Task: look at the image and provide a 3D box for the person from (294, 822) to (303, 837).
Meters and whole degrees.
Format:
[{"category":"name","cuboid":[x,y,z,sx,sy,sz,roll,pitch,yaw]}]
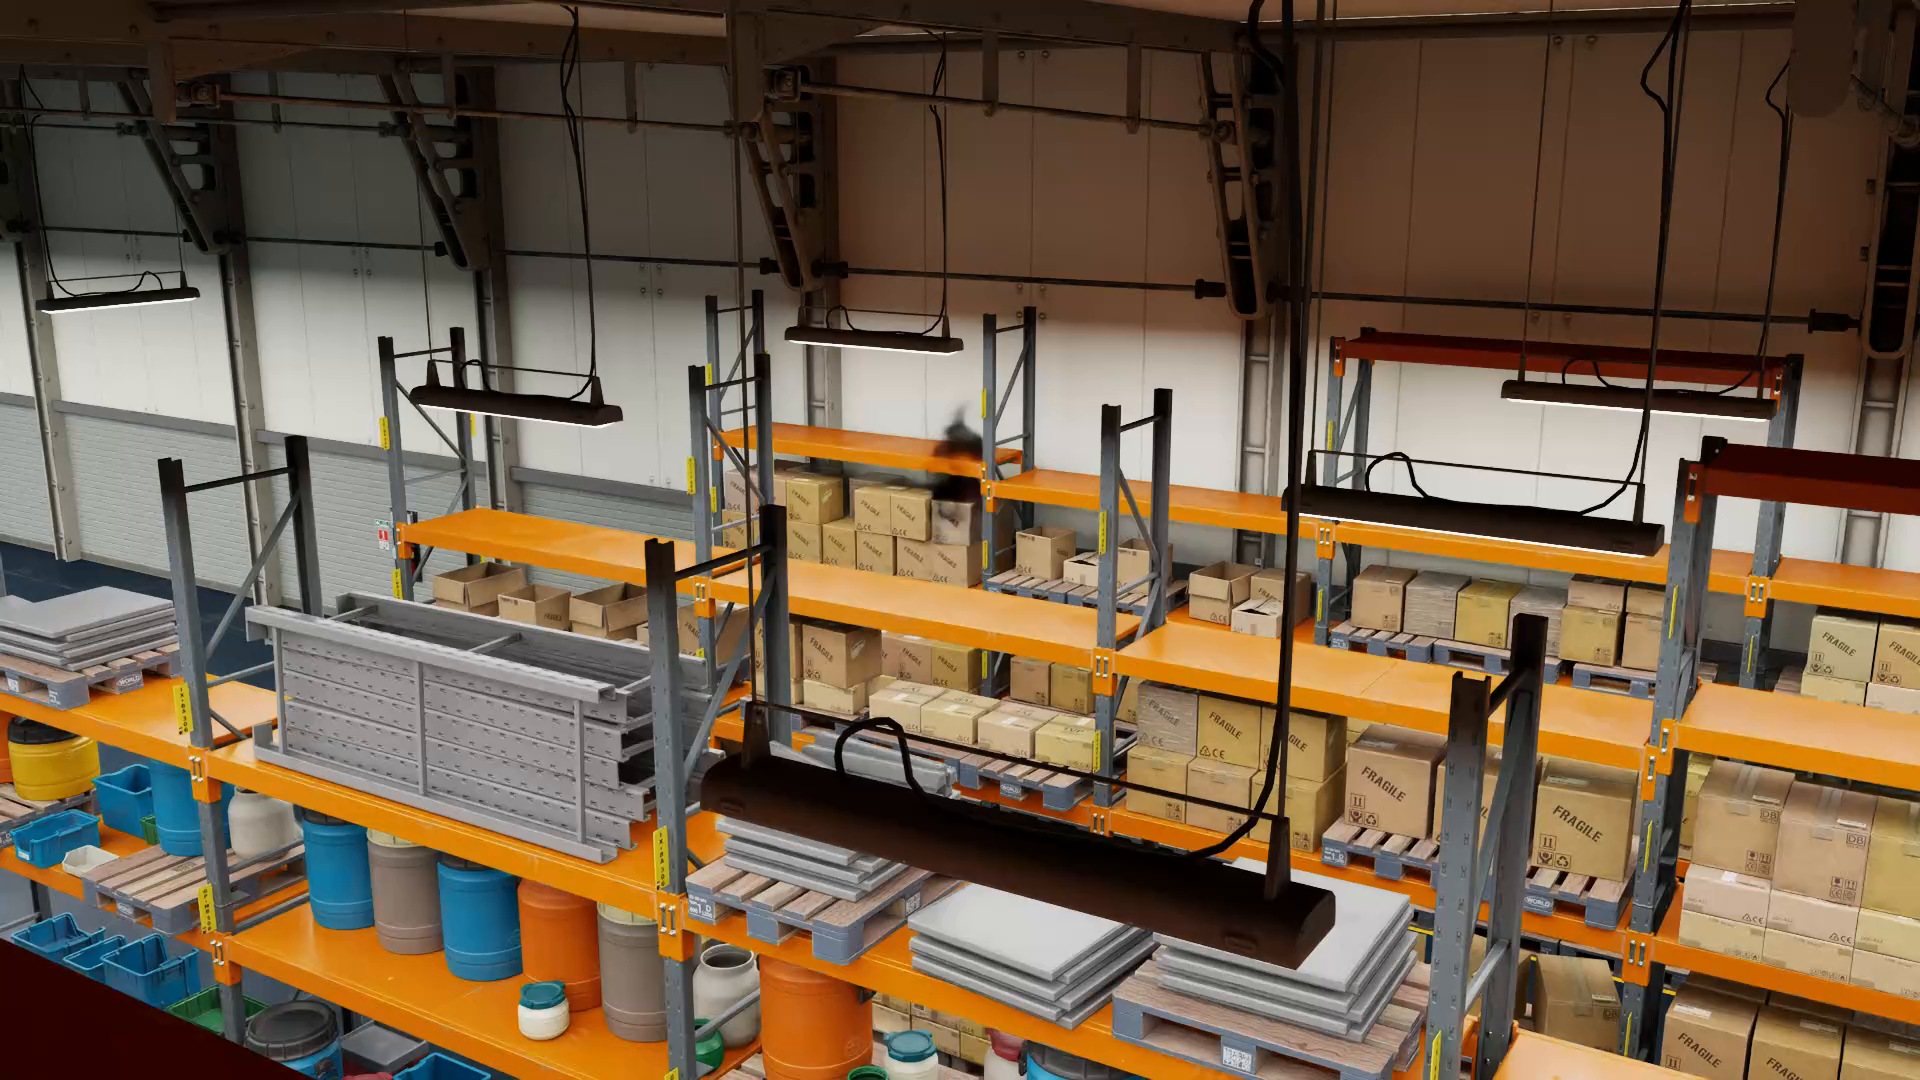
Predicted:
[{"category":"person","cuboid":[-7.652,2.803,18.271,0.929,1.844,0.672,-7,15,-26]}]
